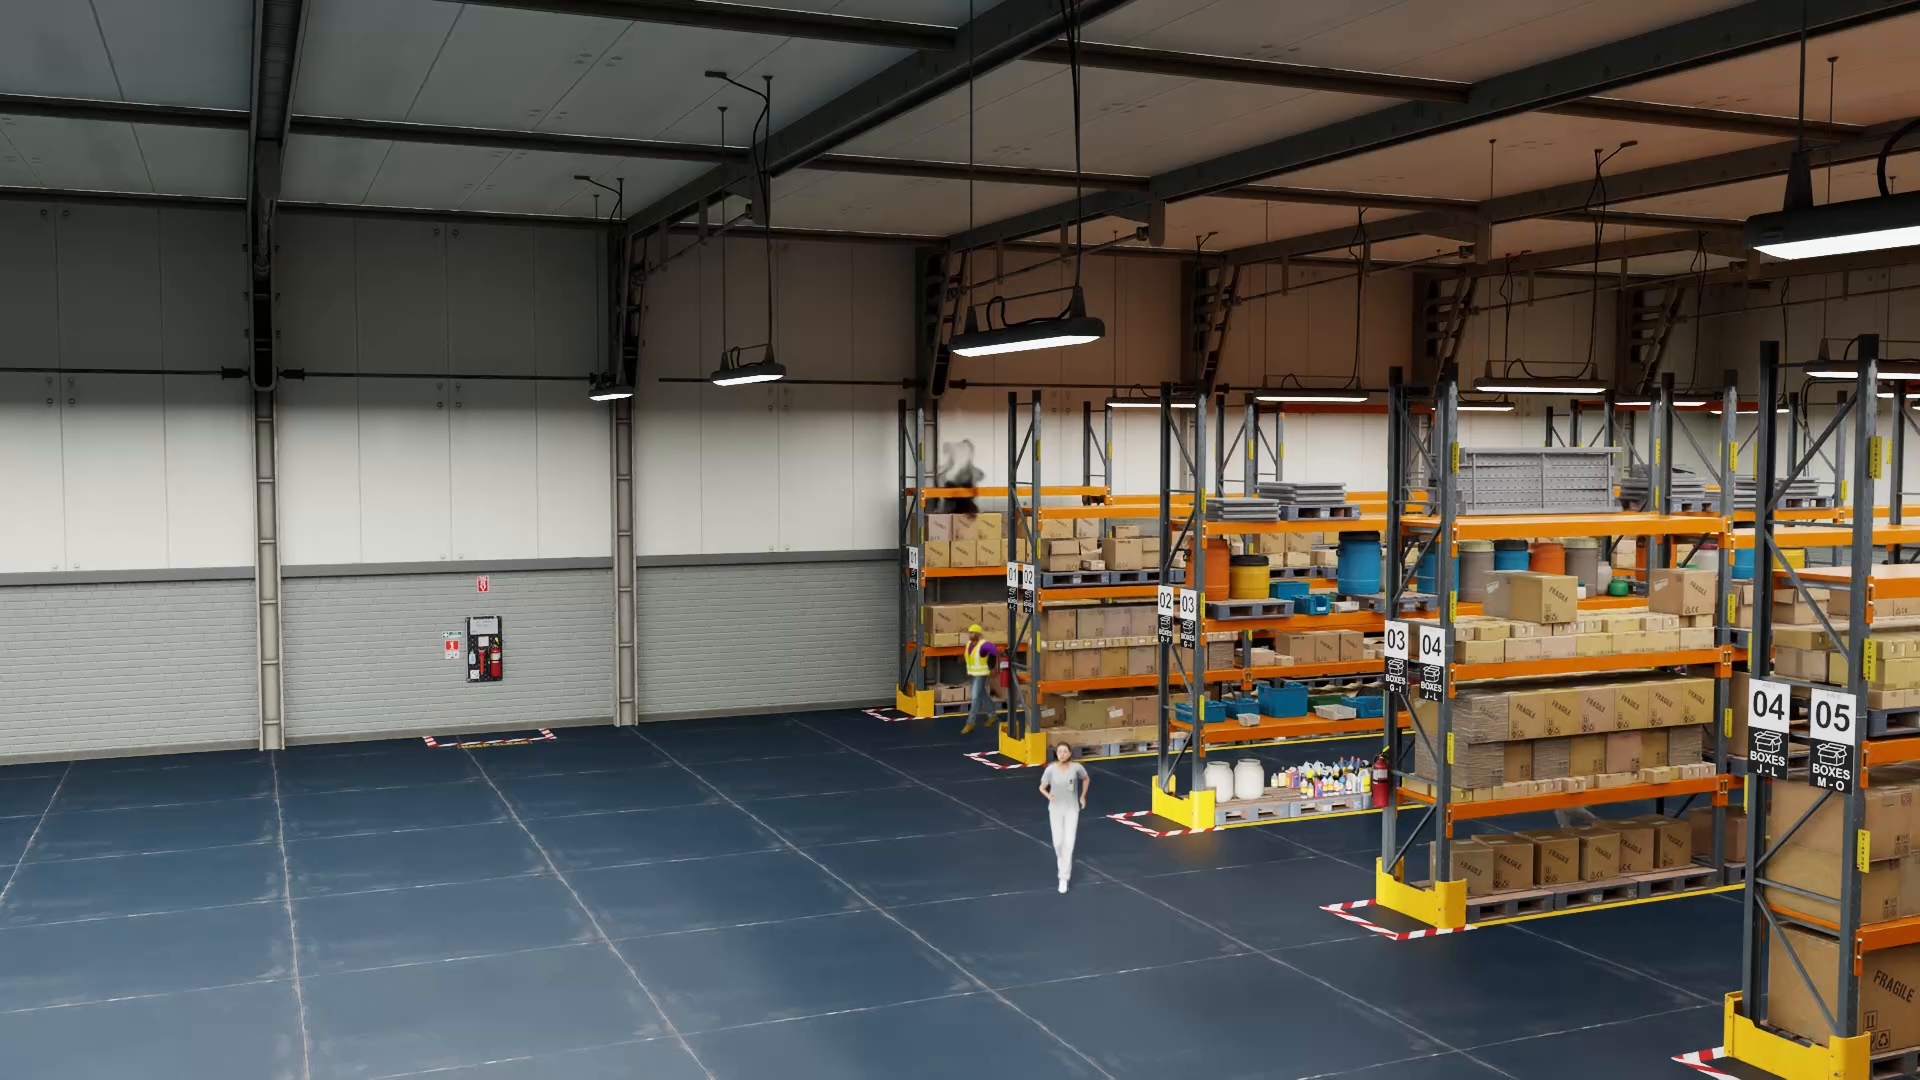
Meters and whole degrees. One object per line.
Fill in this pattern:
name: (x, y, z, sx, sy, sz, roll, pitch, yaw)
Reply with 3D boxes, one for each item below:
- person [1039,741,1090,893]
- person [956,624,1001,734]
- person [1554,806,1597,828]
person: (1.218, 3.189, 19.469, 0.579, 1.677, 0.952, 0, 3, 8)
person: (0.298, 2.345, 28.341, 0.856, 1.827, 0.727, -2, 4, -35)
person: (7.919, 3.090, 21.498, 0.598, 1.638, 0.614, -2, 4, -30)
